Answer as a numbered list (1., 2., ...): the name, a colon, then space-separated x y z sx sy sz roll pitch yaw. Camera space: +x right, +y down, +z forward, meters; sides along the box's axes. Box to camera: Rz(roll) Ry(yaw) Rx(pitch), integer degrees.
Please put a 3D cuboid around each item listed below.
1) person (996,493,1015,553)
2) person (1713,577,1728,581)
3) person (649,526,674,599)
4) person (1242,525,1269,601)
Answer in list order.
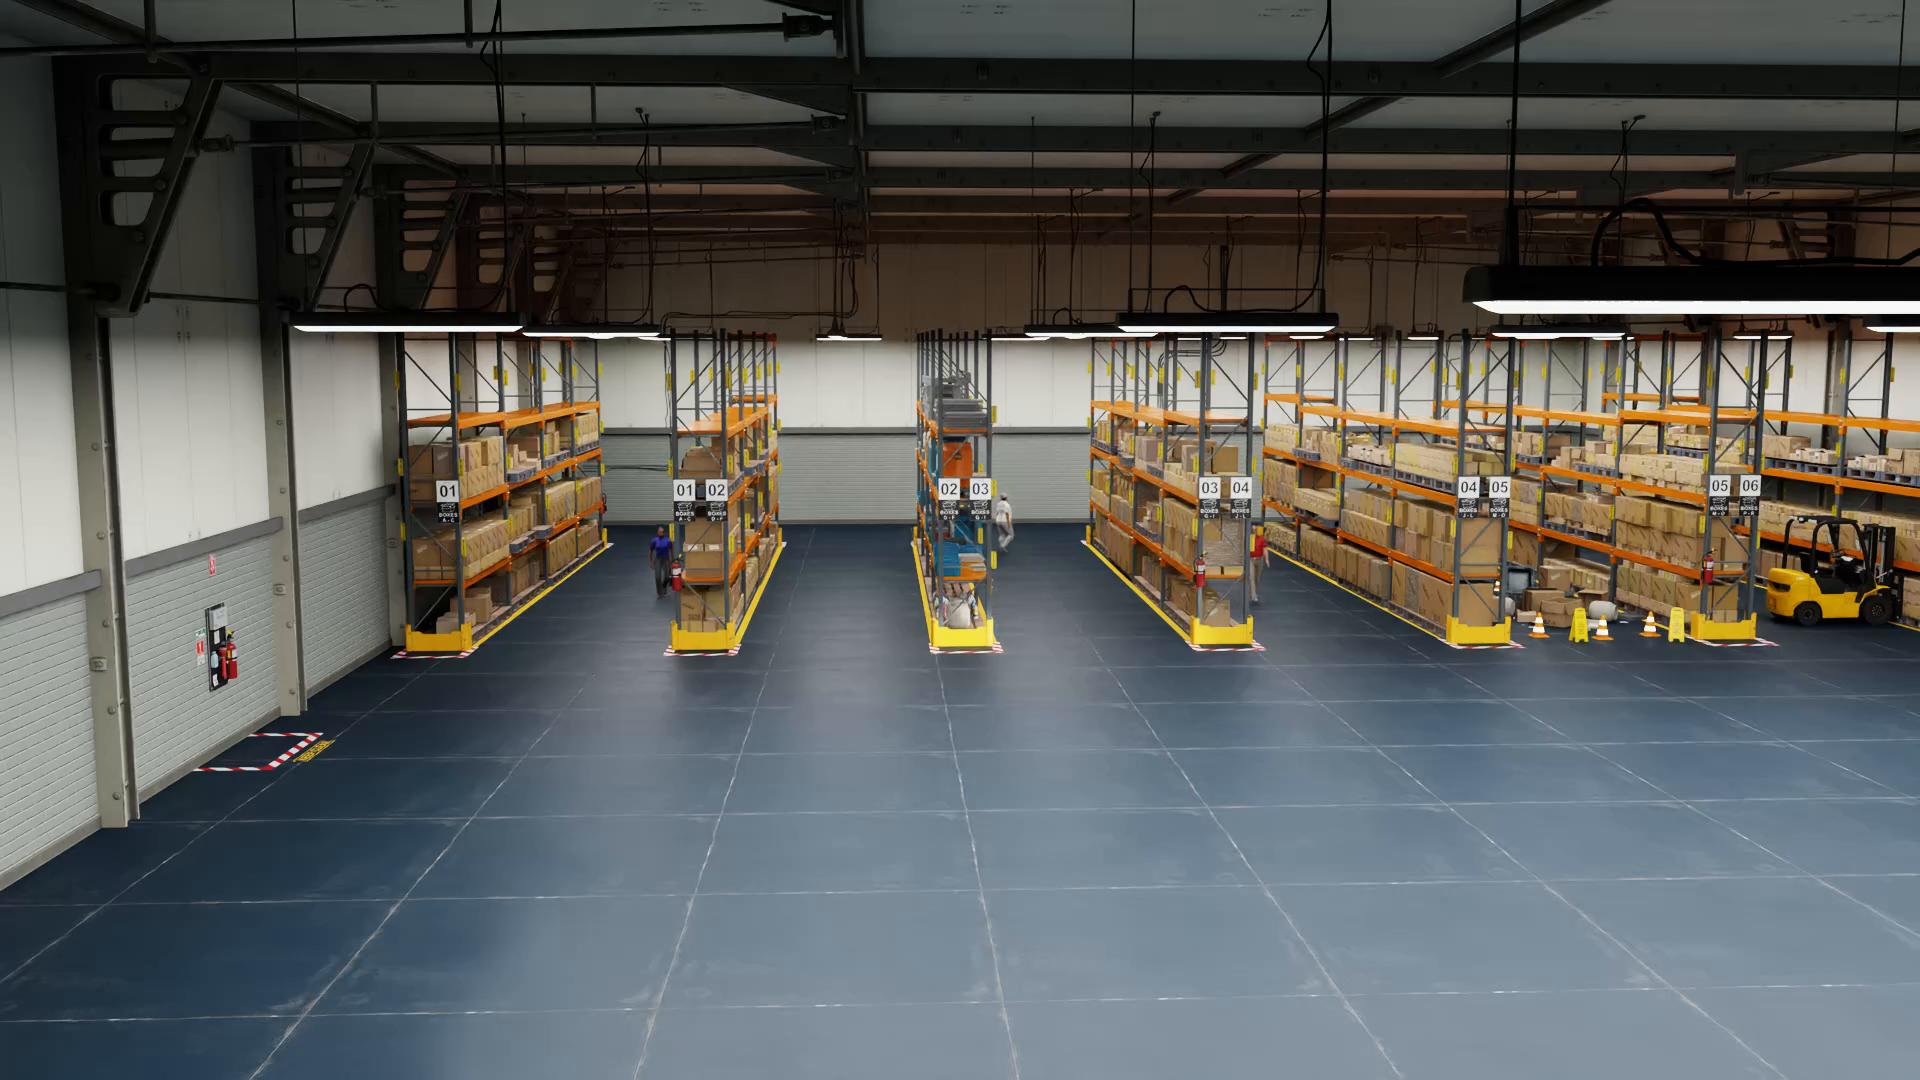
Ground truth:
1. person: 1.193 -0.460 45.504 0.489 1.662 0.540 -5 9 -38
2. person: 16.762 0.586 36.599 0.628 1.669 0.819 -1 7 -12
3. person: -6.754 0.492 37.643 0.540 1.640 0.554 -1 7 -11
4. person: 6.592 0.499 37.092 0.563 1.673 1.001 -1 7 -6
